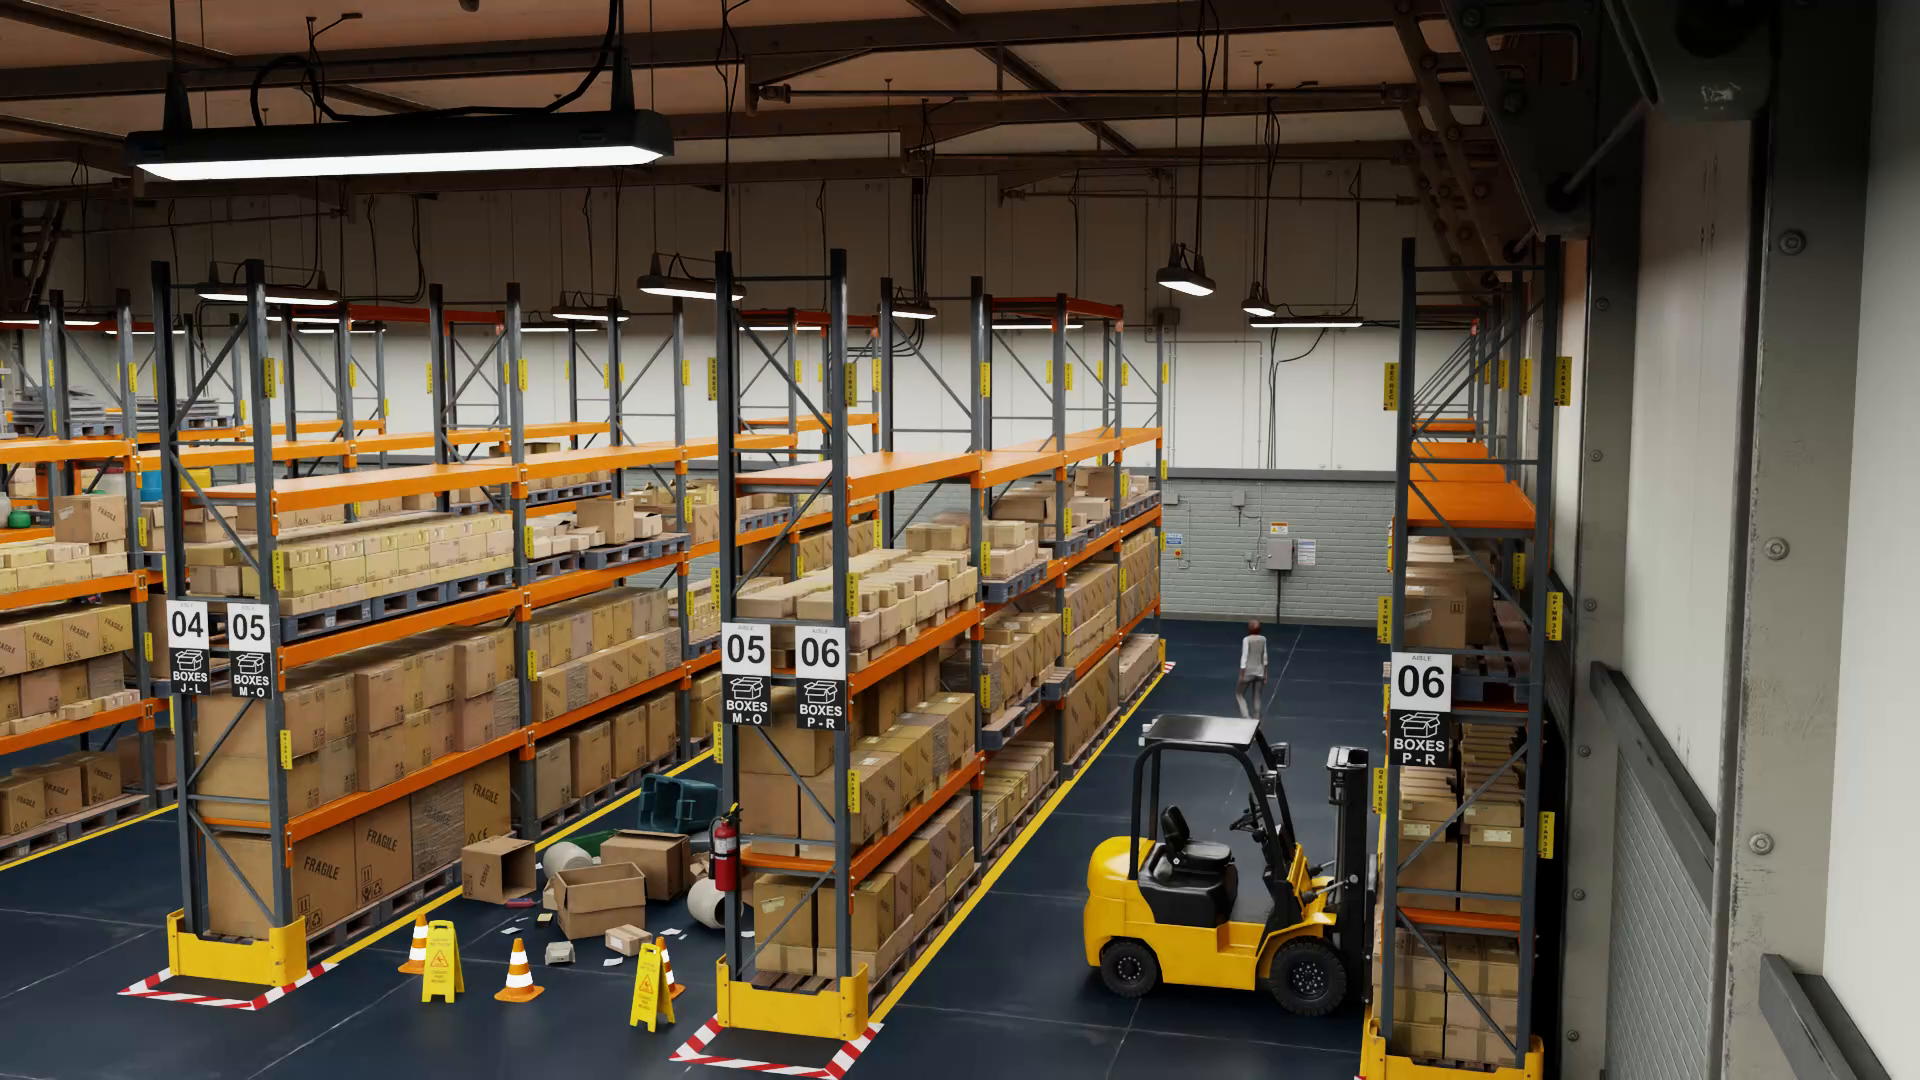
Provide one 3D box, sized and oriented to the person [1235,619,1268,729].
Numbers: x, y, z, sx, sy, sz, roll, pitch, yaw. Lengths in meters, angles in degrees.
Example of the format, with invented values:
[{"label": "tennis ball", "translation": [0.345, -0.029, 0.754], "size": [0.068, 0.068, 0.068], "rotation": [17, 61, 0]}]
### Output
[{"label": "person", "translation": [4.114, 1.915, 23.377], "size": [0.445, 1.599, 0.347], "rotation": [-2, 6, -19]}]
